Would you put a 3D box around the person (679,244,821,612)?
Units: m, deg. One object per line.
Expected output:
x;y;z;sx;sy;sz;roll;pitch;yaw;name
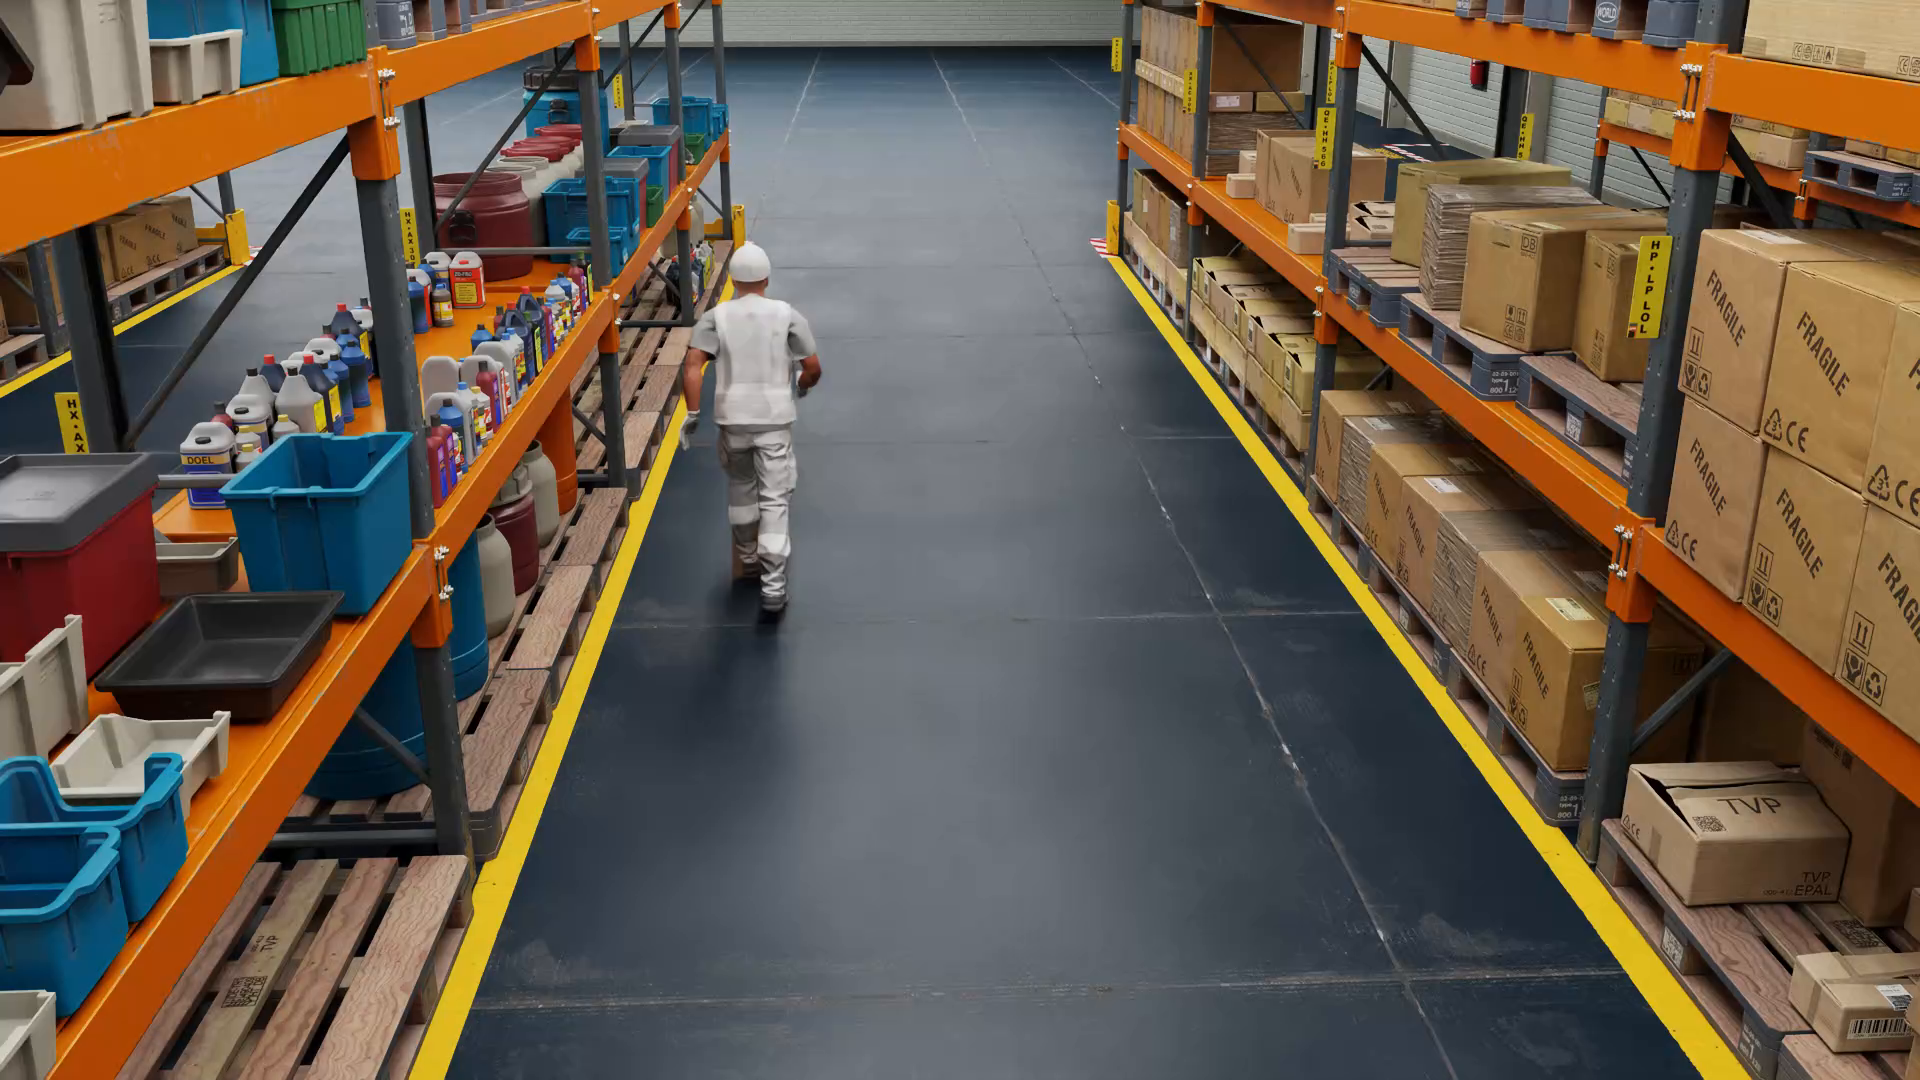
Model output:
-1.021;-0.569;8.141;0.674;1.703;0.909;2;20;4;person
